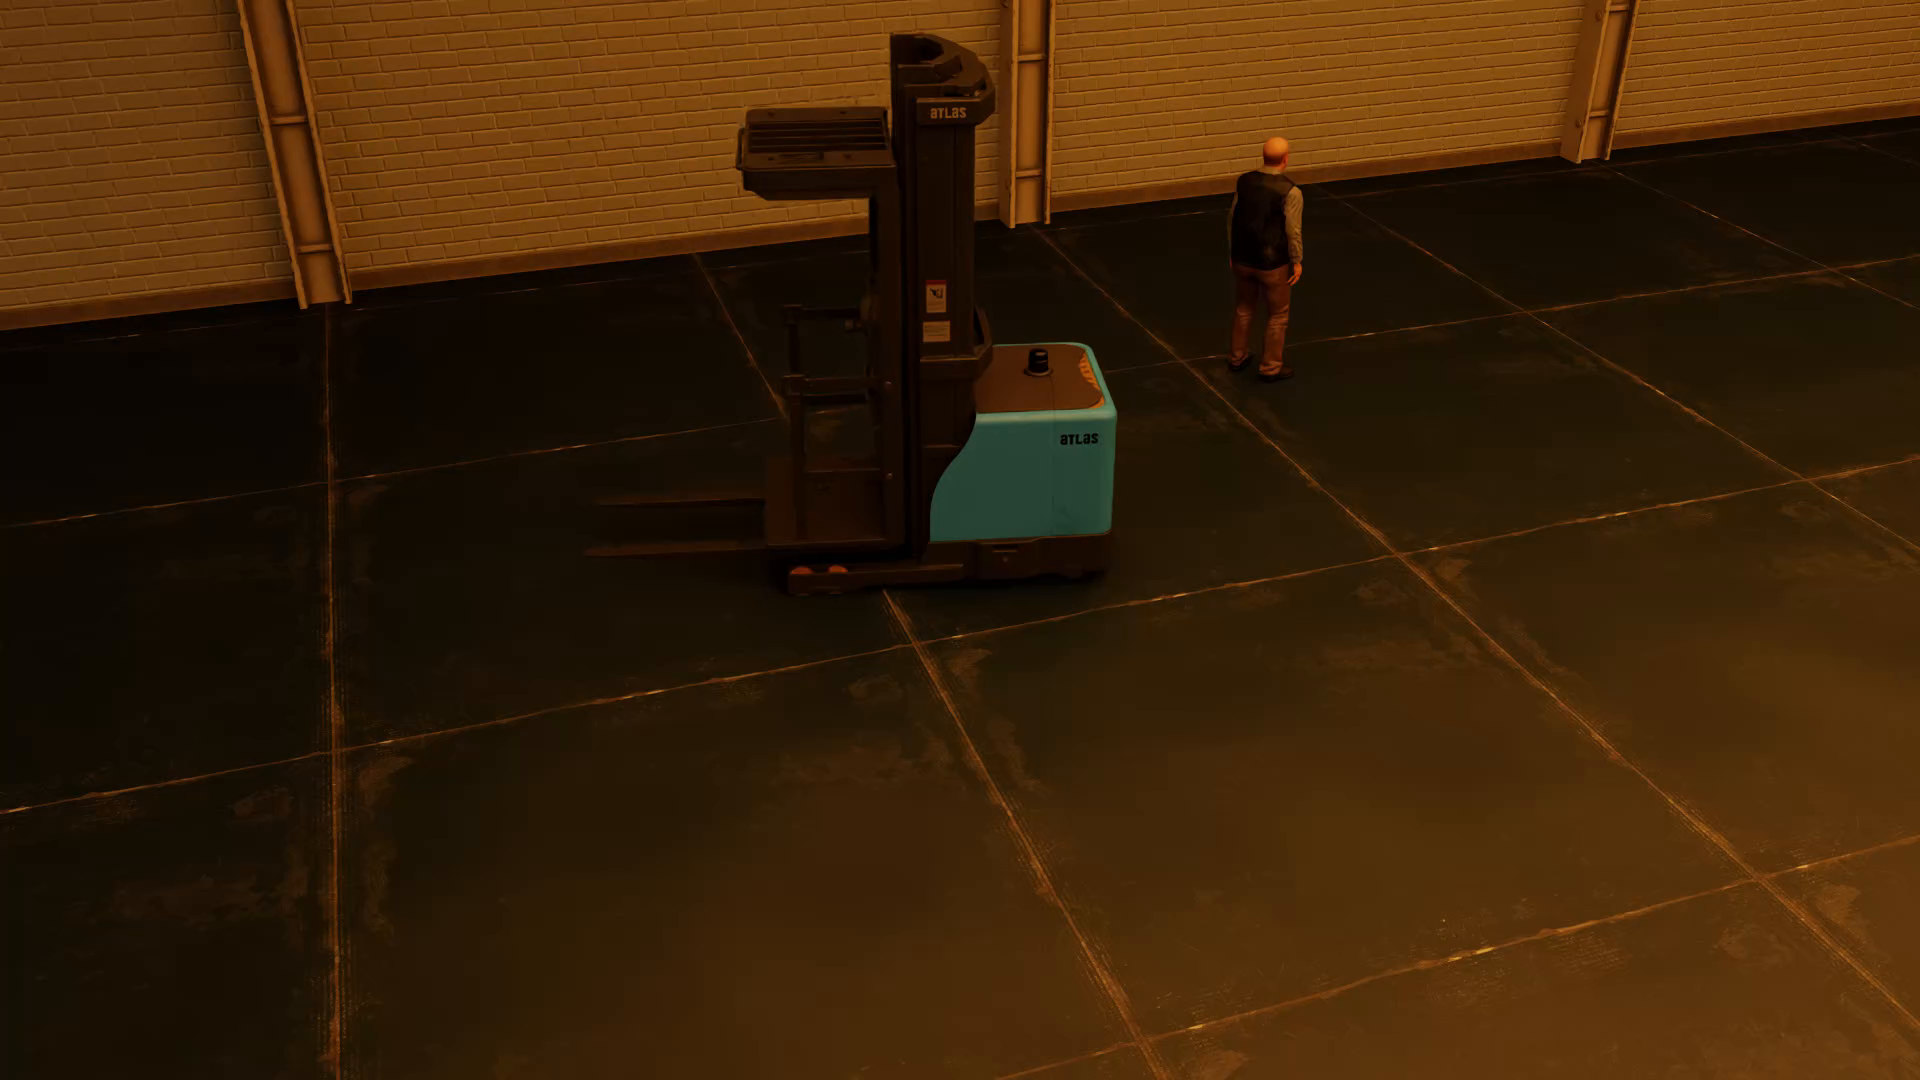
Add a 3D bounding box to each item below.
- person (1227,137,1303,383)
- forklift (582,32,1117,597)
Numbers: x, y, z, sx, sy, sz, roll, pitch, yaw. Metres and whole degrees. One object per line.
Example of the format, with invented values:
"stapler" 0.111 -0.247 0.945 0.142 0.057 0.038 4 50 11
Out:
"person" 2.136 -1.971 11.730 0.581 1.720 0.428 23 37 35
"forklift" -0.668 -1.224 9.214 3.031 2.935 1.130 -3 30 -5
